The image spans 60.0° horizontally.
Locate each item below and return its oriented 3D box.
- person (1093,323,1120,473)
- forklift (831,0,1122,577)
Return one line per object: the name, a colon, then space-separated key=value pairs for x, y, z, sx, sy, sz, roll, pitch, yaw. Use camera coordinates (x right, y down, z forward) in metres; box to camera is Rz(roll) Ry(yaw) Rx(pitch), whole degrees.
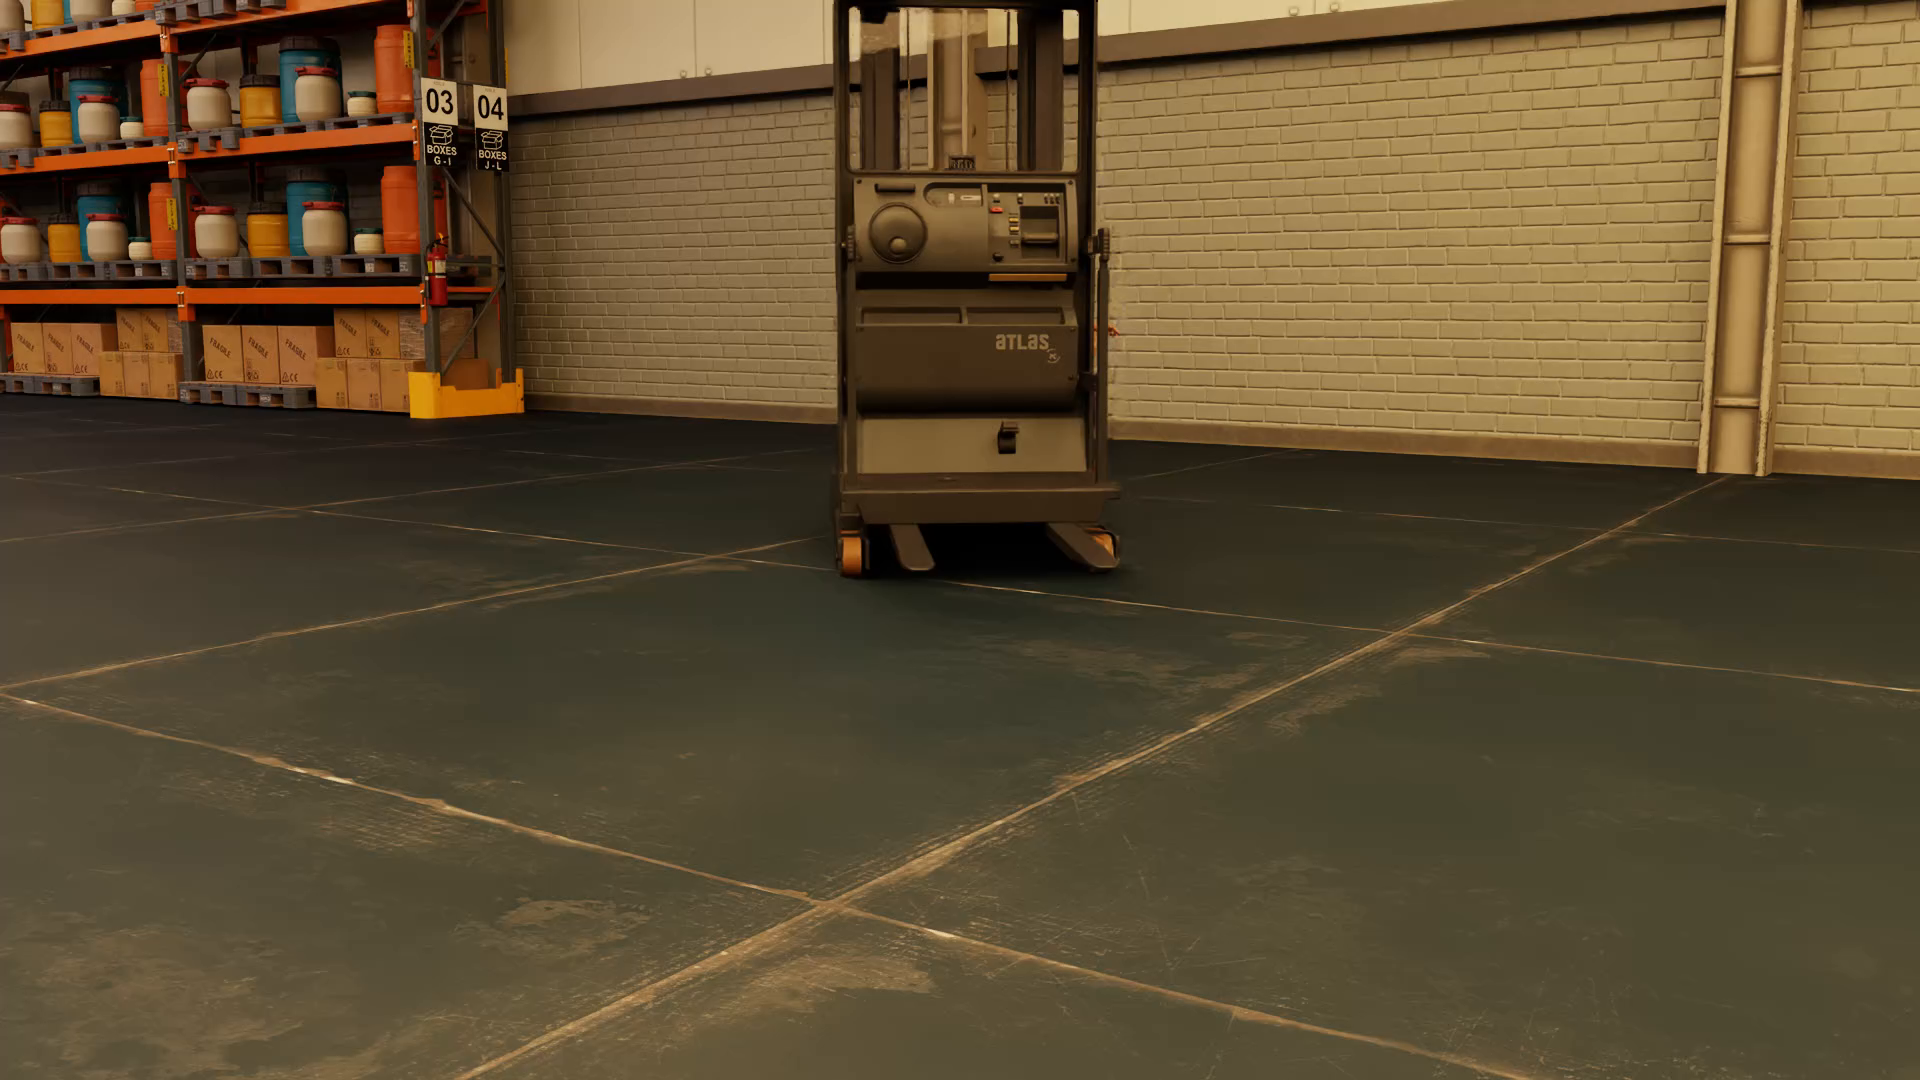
person: x=0.721 y=-1.168 z=10.363 sx=0.732 sy=1.539 sz=0.779 roll=-2 pitch=8 yaw=-15
forklift: x=0.046 y=-1.351 z=6.697 sx=1.130 sy=2.935 sz=3.031 roll=-1 pitch=8 yaw=-5
